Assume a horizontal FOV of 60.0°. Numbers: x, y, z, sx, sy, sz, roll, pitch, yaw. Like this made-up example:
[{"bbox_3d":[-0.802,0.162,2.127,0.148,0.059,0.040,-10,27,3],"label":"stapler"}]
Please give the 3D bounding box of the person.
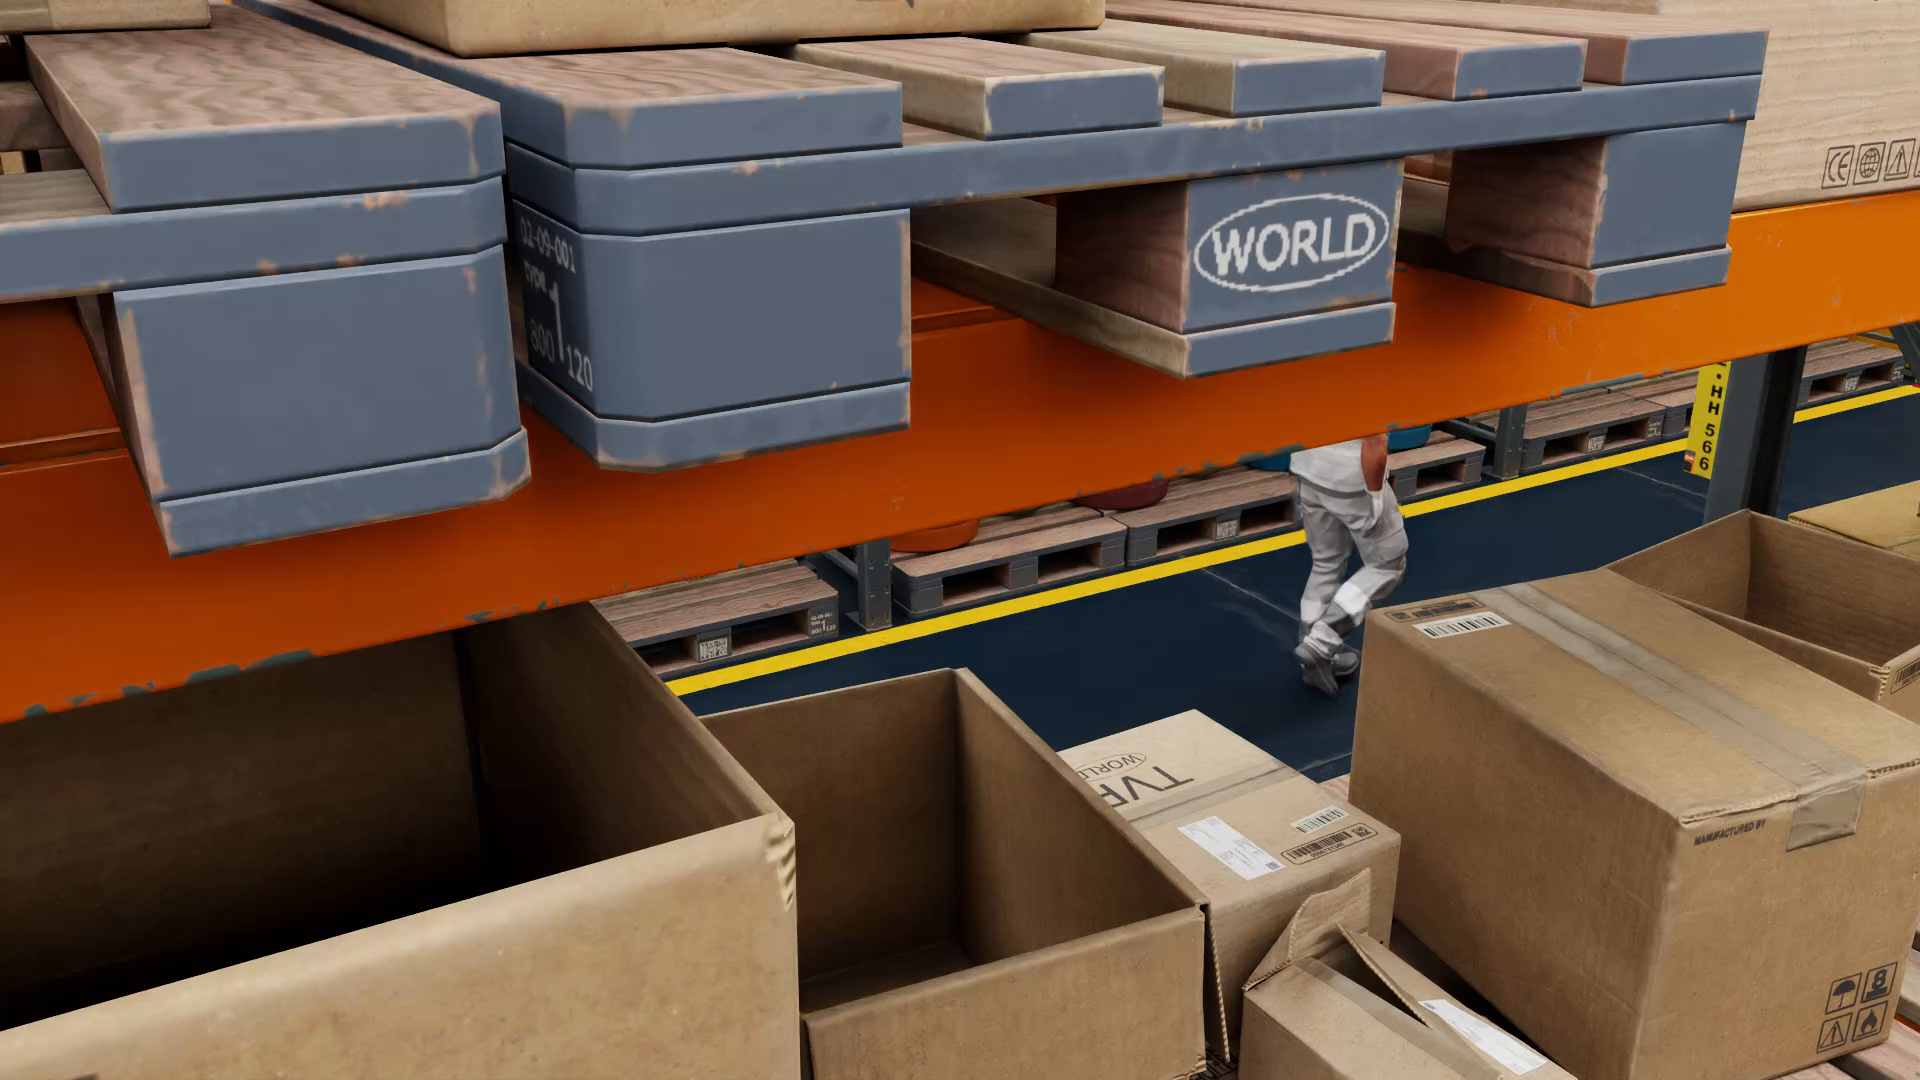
[{"bbox_3d":[1.489,-0.231,6.572,0.506,1.781,0.533,-14,25,-31],"label":"person"}]
